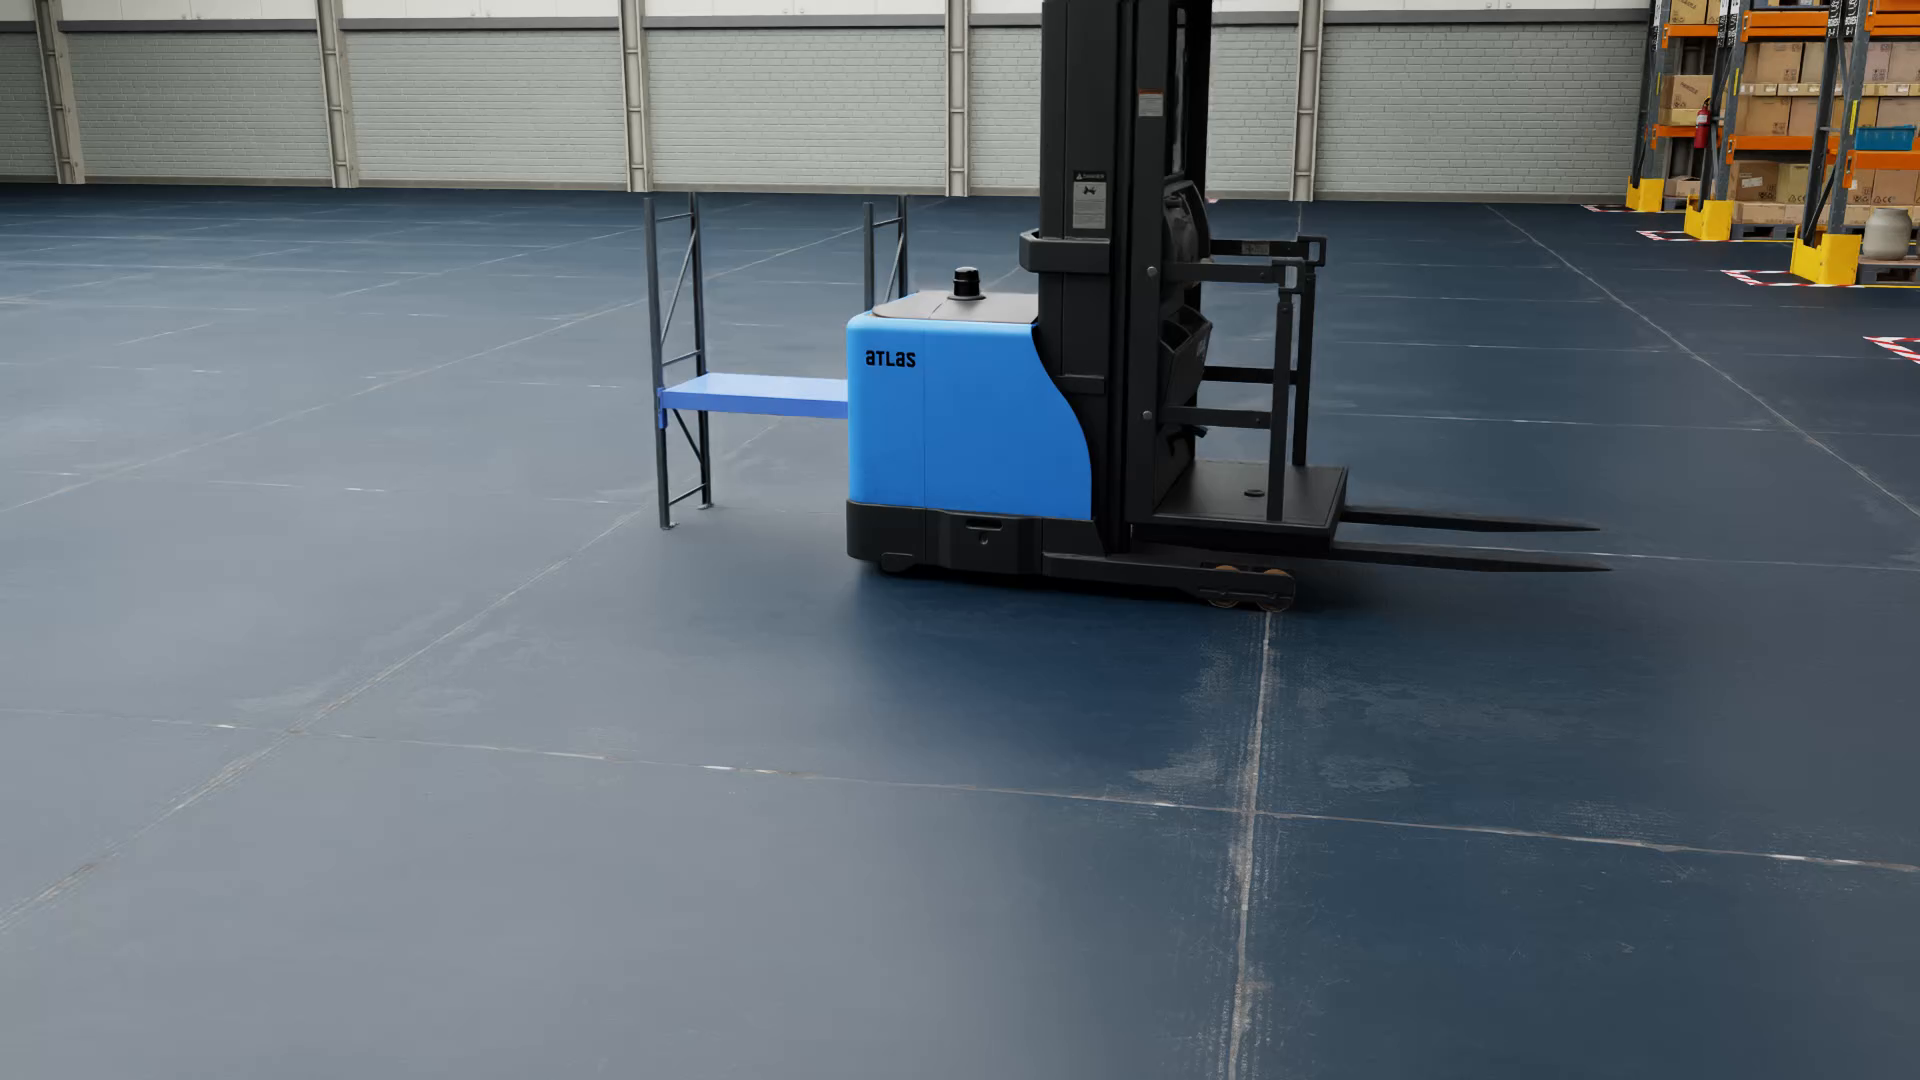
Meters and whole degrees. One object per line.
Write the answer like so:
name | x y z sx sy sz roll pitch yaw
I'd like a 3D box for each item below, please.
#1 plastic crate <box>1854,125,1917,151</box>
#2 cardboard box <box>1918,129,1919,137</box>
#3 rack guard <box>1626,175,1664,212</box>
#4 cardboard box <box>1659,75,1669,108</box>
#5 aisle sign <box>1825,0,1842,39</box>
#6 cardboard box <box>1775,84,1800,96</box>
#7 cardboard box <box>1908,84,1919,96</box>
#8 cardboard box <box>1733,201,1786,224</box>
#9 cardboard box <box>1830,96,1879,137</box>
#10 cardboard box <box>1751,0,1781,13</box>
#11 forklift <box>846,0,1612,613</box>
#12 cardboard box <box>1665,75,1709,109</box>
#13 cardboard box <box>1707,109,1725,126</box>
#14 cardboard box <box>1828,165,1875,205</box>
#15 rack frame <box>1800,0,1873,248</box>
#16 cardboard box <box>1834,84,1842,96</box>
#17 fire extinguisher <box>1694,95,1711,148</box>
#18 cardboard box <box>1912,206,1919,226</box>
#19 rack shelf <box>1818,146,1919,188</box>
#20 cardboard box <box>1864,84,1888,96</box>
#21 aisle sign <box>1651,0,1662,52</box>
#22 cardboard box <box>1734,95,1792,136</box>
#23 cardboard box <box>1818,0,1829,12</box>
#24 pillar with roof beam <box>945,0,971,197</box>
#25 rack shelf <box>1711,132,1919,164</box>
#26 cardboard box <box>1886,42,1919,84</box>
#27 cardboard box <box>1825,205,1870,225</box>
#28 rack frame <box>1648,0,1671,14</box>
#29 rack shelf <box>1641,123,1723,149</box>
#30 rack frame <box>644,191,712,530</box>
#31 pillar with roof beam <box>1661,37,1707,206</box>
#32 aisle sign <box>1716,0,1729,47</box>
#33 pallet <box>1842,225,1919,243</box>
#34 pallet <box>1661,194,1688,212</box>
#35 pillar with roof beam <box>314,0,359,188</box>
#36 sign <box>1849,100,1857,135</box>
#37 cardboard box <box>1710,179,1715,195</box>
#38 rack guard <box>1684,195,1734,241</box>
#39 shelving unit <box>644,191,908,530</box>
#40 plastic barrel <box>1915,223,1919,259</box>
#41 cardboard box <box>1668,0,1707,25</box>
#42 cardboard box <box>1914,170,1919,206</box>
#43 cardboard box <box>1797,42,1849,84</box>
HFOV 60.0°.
plastic crate | 9.445 -4.144 17.110 0.616 0.251 0.499 3 16 11
cardboard box | 12.360 -5.371 21.074 0.500 0.500 0.700 3 16 12
rack guard | 10.943 -5.547 26.579 0.348 0.500 1.175 3 16 11
cardboard box | 11.373 -7.085 26.287 0.500 0.500 0.500 3 16 10
aisle sign | 8.883 -5.498 16.851 0.004 0.787 0.394 3 16 11
cardboard box | 10.486 -5.729 21.154 0.250 0.149 0.380 3 16 10
cardboard box | 11.991 -5.647 20.856 0.250 0.149 0.380 4 16 13
cardboard box | 10.367 -4.250 21.579 0.500 0.250 0.500 3 16 11
cardboard box | 11.341 -5.425 21.269 0.500 0.500 0.700 3 16 11
cardboard box | 12.176 -8.111 25.310 0.500 0.500 0.500 4 16 14
forklift | 1.099 -1.288 6.652 3.031 2.935 1.130 5 16 16
cardboard box | 11.277 -6.950 25.802 0.500 0.500 0.500 3 16 11
cardboard box | 11.795 -6.560 25.797 0.500 0.250 0.500 3 16 9
cardboard box | 11.349 -4.562 21.301 0.500 0.500 0.500 3 16 11
rack frame | 8.895 -4.164 16.904 0.127 3.000 1.000 3 16 11
cardboard box | 10.977 -5.702 21.054 0.250 0.149 0.380 3 16 10
fire extinguisher | 9.862 -5.550 22.053 0.183 0.674 0.296 3 16 11
cardboard box | 12.326 -4.143 21.194 0.500 0.250 0.500 3 16 11
rack shelf | 10.855 -3.711 16.616 4.000 0.370 1.077 3 16 11
cardboard box | 11.489 -5.675 20.957 0.250 0.149 0.380 3 16 10
aisle sign | 10.739 -7.933 25.643 0.004 0.787 0.394 3 16 11
cardboard box | 10.340 -5.479 21.466 0.500 0.500 0.700 3 16 11
cardboard box | 13.201 -8.058 25.119 0.500 0.500 0.500 2 16 9
pillar with roof beam | -0.890 -9.348 24.380 0.400 9.000 9.100 3 16 11
rack shelf | 11.845 -5.006 21.293 4.000 0.370 1.077 3 16 11
cardboard box | 11.894 -6.022 20.995 0.500 0.500 0.700 3 16 11
cardboard box | 11.347 -4.197 21.390 0.500 0.250 0.500 3 16 11
rack frame | 10.869 -9.646 25.459 0.127 3.000 1.000 3 16 11
rack shelf | 12.829 -6.302 25.972 4.000 0.370 1.077 3 16 11
rack frame | -1.298 -0.834 7.693 0.032 1.500 0.500 5 16 16
pillar with roof beam | 10.869 -8.709 22.076 0.400 9.000 9.100 3 16 11
aisle sign | 9.880 -6.792 21.524 0.004 0.787 0.394 3 16 11
pallet | 11.835 -4.020 21.610 1.213 0.211 1.003 3 16 11
pallet | 11.732 -5.355 26.428 1.213 0.211 1.003 3 16 11
pillar with roof beam | -12.649 -9.986 26.685 0.400 9.000 9.100 3 16 11
sign | 8.781 -4.153 16.348 0.005 0.325 0.100 3 16 11
cardboard box | 12.088 -5.581 26.233 0.500 0.311 0.500 4 16 16
rack guard | 9.862 -4.256 21.919 0.348 0.500 1.175 3 16 11
shelving unit | -0.810 -0.795 7.554 1.048 1.500 0.538 5 16 16
plastic barrel | 10.046 -3.125 17.029 0.421 0.512 0.421 0 15 0
cardboard box | 11.147 -8.175 25.543 0.500 0.500 0.500 4 16 13
cardboard box | 12.329 -4.508 21.106 0.500 0.500 0.500 3 16 11
cardboard box | 10.909 -6.075 21.187 0.500 0.500 0.700 3 16 10
